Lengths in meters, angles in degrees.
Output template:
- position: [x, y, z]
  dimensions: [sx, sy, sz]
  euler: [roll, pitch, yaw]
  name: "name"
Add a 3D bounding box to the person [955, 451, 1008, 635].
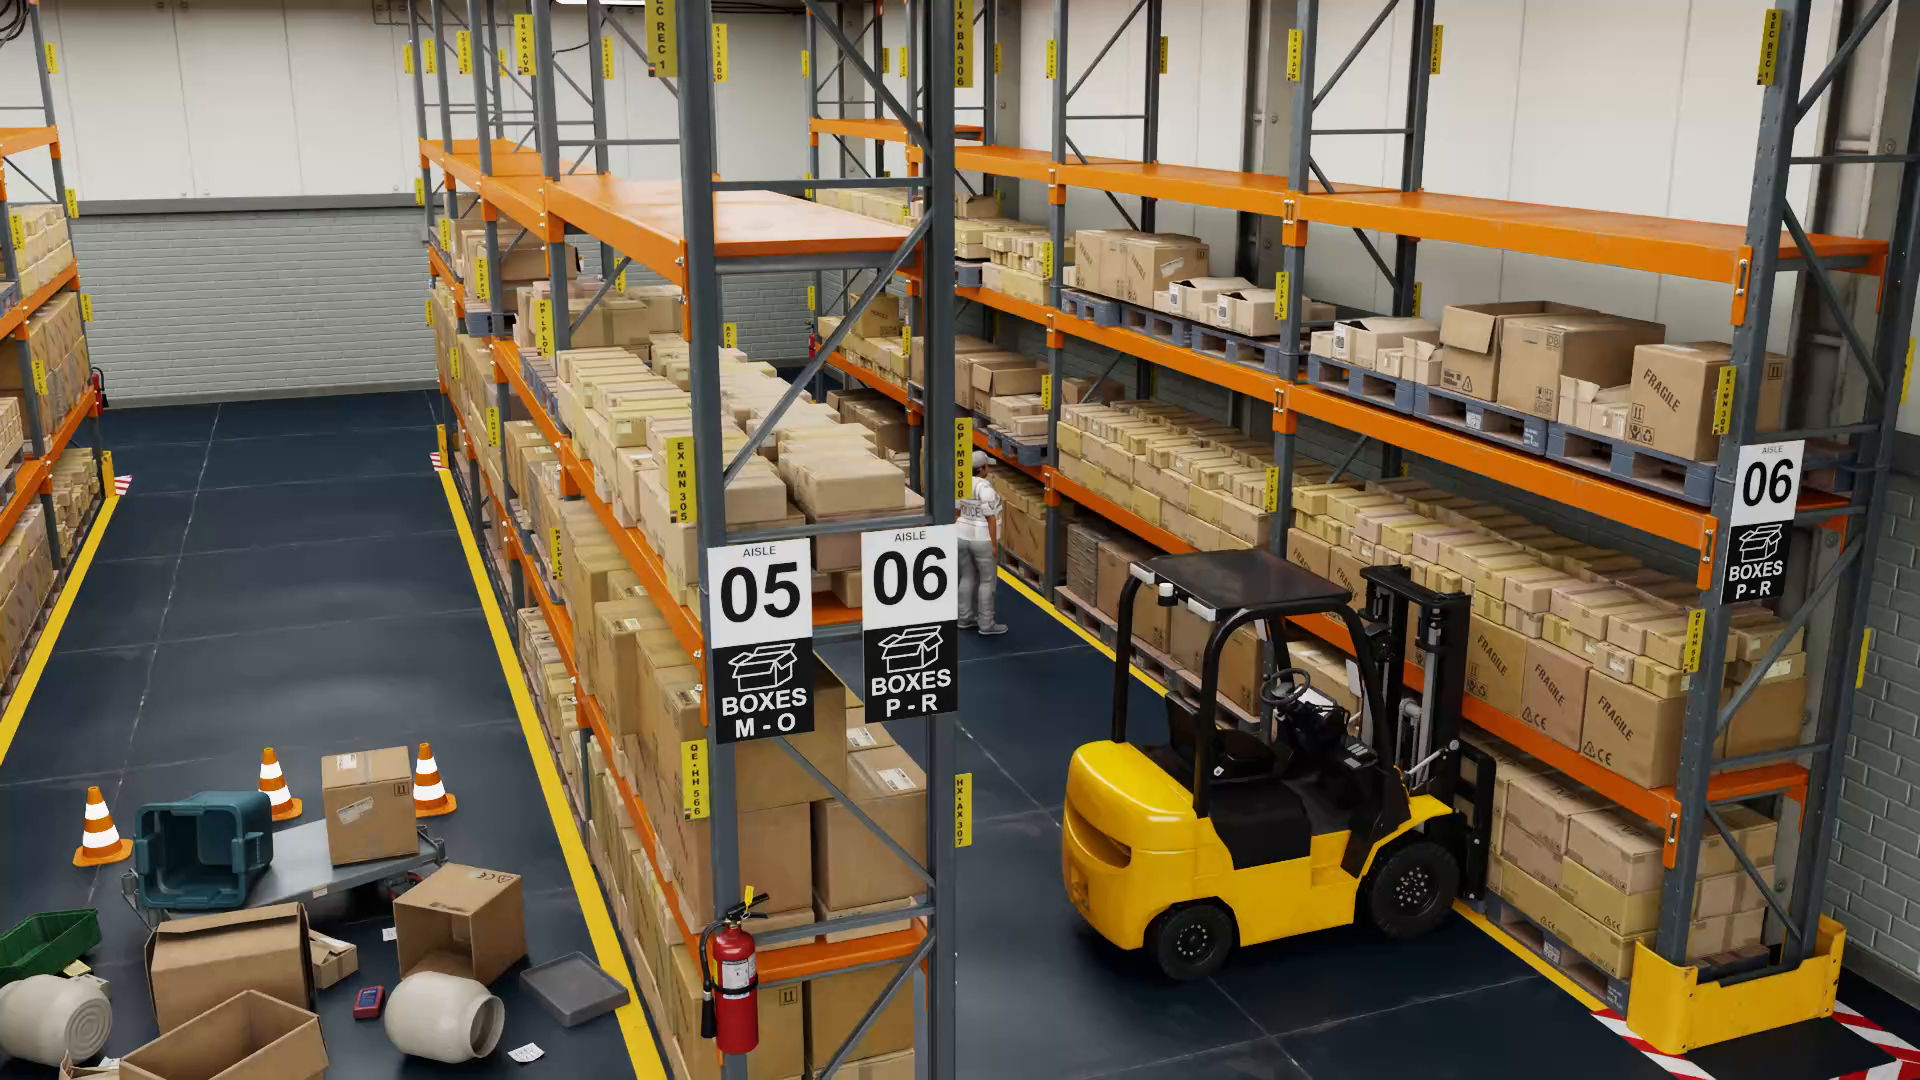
- position: [0.172, 0.016, 14.966]
  dimensions: [0.387, 1.669, 0.483]
  euler: [-15, 22, -43]
  name: "person"
